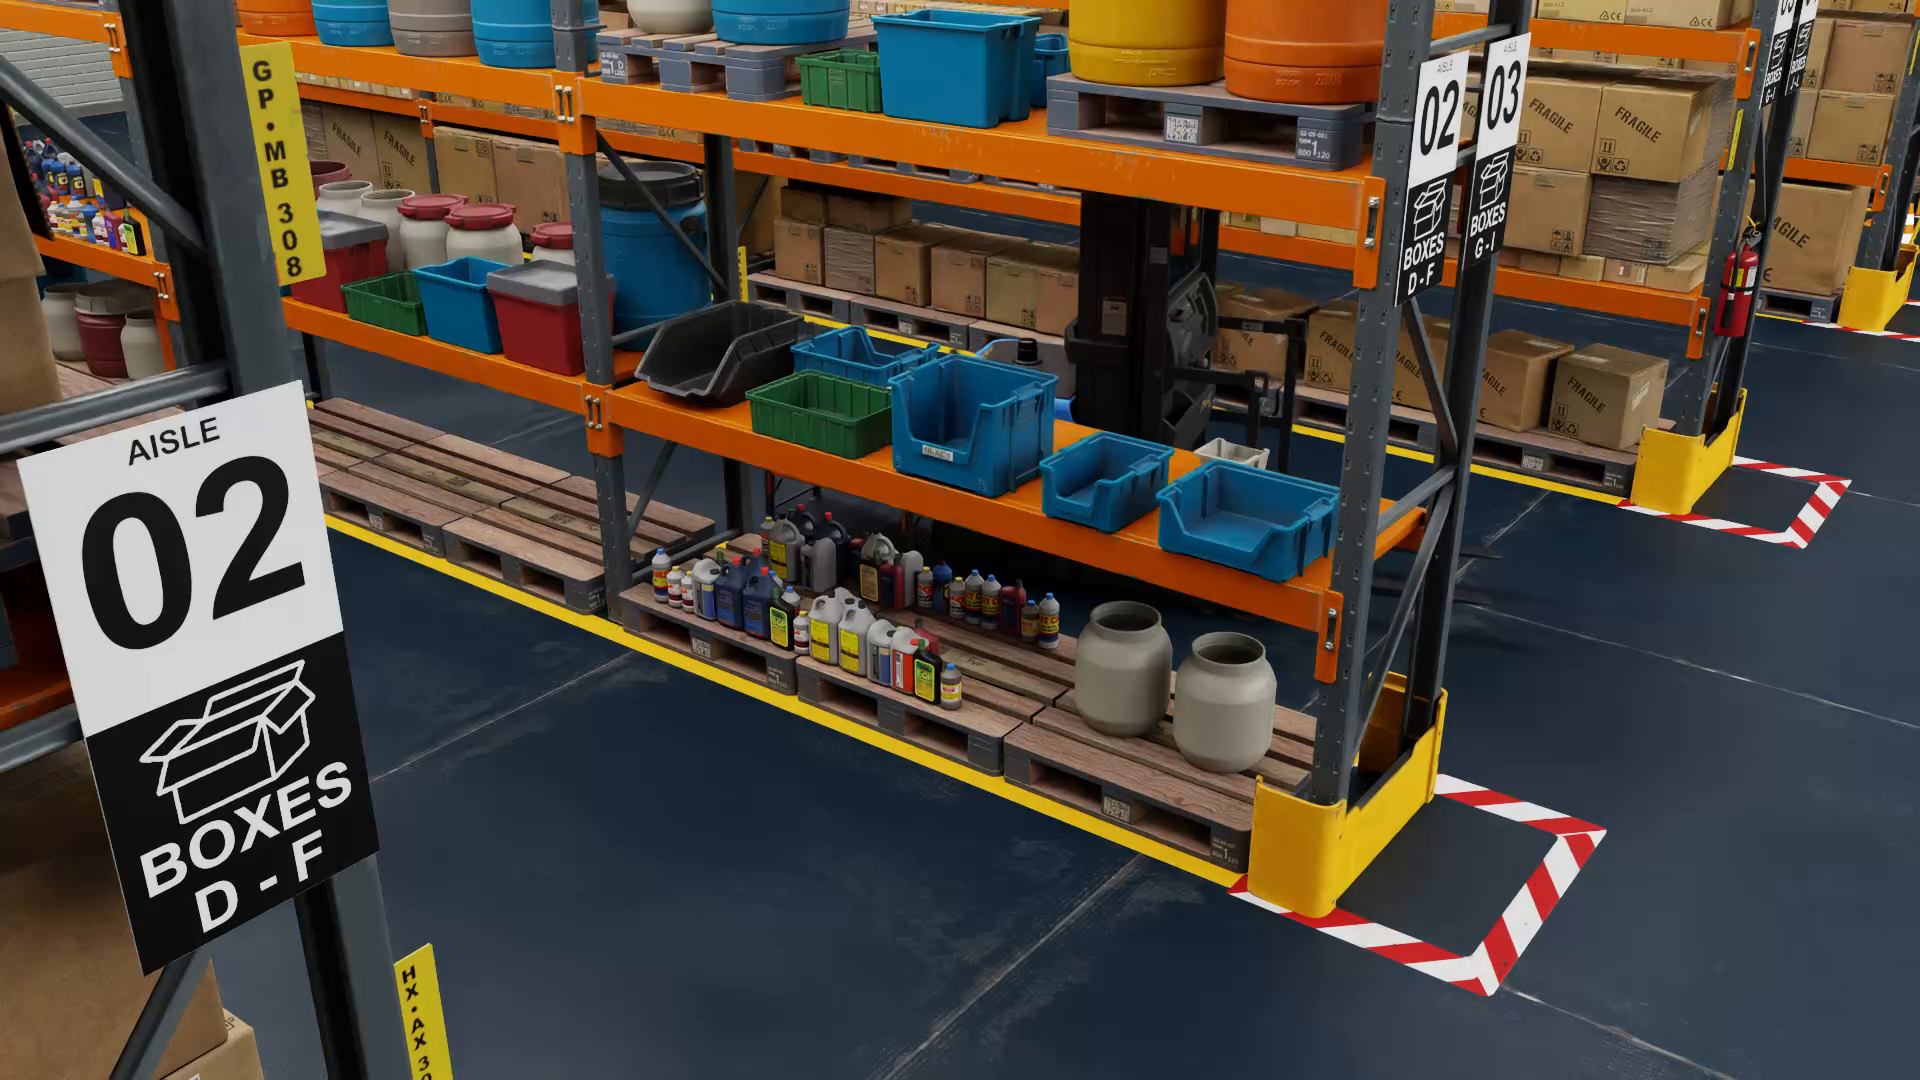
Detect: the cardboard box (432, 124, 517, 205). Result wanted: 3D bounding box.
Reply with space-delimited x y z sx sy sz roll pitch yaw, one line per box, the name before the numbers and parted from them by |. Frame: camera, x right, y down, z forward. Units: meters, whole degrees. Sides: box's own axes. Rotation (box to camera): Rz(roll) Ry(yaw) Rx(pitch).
cardboard box | -4.416 -3.697 16.536 0.875 0.875 1.225 17 29 33

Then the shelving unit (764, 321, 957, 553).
shelving unit | -0.588 -0.594 9.702 1.048 1.125 0.538 15 28 30

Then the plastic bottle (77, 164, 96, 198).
plastic bottle | -6.412 -2.681 12.269 0.135 0.276 0.152 17 29 33

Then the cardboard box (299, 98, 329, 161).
cardboard box | -6.853 -4.464 18.275 0.875 0.875 0.875 17 29 33

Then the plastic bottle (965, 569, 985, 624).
plastic bottle | 0.073 0.275 8.243 0.097 0.271 0.097 0 24 0

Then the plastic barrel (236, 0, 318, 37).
plastic barrel | -3.660 -3.203 9.046 0.708 0.830 0.600 17 29 33

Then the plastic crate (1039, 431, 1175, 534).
plastic crate | 0.595 -0.241 6.762 0.408 0.251 0.499 17 29 33

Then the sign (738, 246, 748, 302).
sign | -1.170 -1.395 8.852 0.005 0.325 0.100 17 29 33

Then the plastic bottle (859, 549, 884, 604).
plastic bottle | -0.450 0.175 8.456 0.133 0.283 0.061 17 29 33

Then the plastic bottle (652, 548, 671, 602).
plastic bottle | -1.517 0.172 8.476 0.097 0.271 0.097 0 24 0

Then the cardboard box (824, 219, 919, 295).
cardboard box | -0.740 -2.430 14.100 0.500 0.500 0.700 14 27 29

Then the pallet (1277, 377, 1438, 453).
pallet | 3.000 -0.969 11.688 1.213 0.211 1.003 17 29 33

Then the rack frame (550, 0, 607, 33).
rack frame | -1.509 -3.839 7.301 0.127 3.000 1.000 17 29 33

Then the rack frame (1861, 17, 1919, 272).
rack frame | 7.718 -3.300 13.519 0.127 3.000 1.000 17 29 33

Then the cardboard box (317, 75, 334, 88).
cardboard box | -6.409 -4.789 17.212 0.250 0.149 0.380 16 29 32

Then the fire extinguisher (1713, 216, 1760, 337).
fire extinguisher | 4.477 -1.512 9.558 0.183 0.674 0.296 17 29 33

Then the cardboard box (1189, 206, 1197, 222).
cardboard box | 1.645 -2.363 11.703 0.250 0.149 0.380 17 29 33

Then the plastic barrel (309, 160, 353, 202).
plastic barrel | -4.157 -2.108 10.646 0.708 0.536 0.600 17 29 33

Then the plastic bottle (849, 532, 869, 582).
plastic bottle | -0.512 0.084 8.663 0.133 0.283 0.061 19 30 37

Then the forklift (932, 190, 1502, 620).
forklift | 1.415 -1.163 8.754 3.031 2.935 1.130 9 25 20

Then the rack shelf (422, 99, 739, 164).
rack shelf | -3.340 -3.813 15.576 4.000 0.370 1.077 17 29 33

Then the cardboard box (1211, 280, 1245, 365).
cardboard box | 1.757 -1.630 12.308 0.500 0.500 0.500 16 28 32

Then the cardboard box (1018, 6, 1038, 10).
cardboard box | 0.846 -5.822 18.297 0.250 0.149 0.380 16 28 32

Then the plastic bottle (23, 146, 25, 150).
plastic bottle | -7.065 -2.842 12.541 0.185 0.351 0.144 17 29 33

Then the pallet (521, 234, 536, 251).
pallet | -4.278 -3.187 16.722 1.213 0.211 1.003 17 29 33

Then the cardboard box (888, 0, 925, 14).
cardboard box | -0.592 -5.931 18.544 0.250 0.149 0.380 18 29 35

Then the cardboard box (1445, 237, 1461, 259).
cardboard box | 3.300 -1.908 10.672 0.250 0.149 0.380 17 29 33

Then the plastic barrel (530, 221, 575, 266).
plastic barrel | -2.143 -1.458 9.169 0.433 0.535 0.433 0 24 0

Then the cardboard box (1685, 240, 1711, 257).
cardboard box | 4.577 -1.755 10.324 0.250 0.149 0.380 17 29 33

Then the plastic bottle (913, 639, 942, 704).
plastic bottle | -0.145 0.591 7.512 0.133 0.283 0.061 18 29 35

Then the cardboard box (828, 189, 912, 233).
cardboard box | -0.755 -2.782 13.968 0.500 0.250 0.500 21 31 39

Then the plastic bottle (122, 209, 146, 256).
plastic bottle | -5.290 -1.967 10.639 0.133 0.283 0.061 17 29 33

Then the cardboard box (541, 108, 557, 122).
cardboard box | -3.502 -4.114 15.243 0.500 0.500 0.500 17 29 34

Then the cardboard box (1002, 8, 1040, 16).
cardboard box | 0.649 -5.554 17.689 0.250 0.149 0.380 16 28 31

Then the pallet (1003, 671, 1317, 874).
pallet | 0.956 0.949 7.335 1.213 0.211 1.003 17 29 33

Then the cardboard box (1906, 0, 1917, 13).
cardboard box | 10.066 -5.614 17.038 0.500 0.500 0.700 16 28 32

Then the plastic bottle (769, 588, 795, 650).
plastic bottle | -0.854 0.377 7.998 0.133 0.283 0.061 18 30 36

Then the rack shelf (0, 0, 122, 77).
rack shelf | -6.310 -3.588 11.344 4.000 0.370 1.077 17 29 33

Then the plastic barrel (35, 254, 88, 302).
plastic barrel | -6.919 -1.951 12.540 0.708 0.901 0.600 17 29 33

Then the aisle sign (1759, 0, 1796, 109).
aisle sign | 4.532 -2.802 9.165 0.004 0.787 0.394 17 29 33

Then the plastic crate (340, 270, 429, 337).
plastic crate | -3.072 -1.326 9.303 0.662 0.188 0.450 17 29 33

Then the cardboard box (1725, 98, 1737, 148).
cardboard box | 6.568 -3.745 14.344 0.550 0.550 0.875 17 29 33

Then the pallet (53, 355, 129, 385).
pallet | -6.338 -1.257 12.341 1.213 0.211 1.003 17 29 33

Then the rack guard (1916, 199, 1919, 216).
rack guard | 10.545 -3.796 17.745 0.348 0.500 1.175 17 29 33

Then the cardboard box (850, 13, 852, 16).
cardboard box | -1.221 -5.984 19.034 0.250 0.149 0.380 15 28 31

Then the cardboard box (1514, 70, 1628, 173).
cardboard box | 3.670 -2.536 10.052 0.500 0.500 0.500 17 29 33

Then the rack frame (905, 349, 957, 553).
rack frame | -0.163 -0.481 9.447 0.032 1.125 0.500 15 28 30

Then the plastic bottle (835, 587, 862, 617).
plastic bottle | -0.552 0.376 8.010 0.135 0.276 0.152 17 29 33

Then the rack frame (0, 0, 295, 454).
rack frame | -1.282 -1.274 1.481 0.127 3.000 1.000 17 29 33

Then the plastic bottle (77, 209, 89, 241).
plastic bottle | -5.789 -2.090 11.020 0.097 0.201 0.097 0 24 0

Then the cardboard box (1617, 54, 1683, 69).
cardboard box | 6.080 -4.333 14.340 0.500 0.550 0.875 17 29 33
